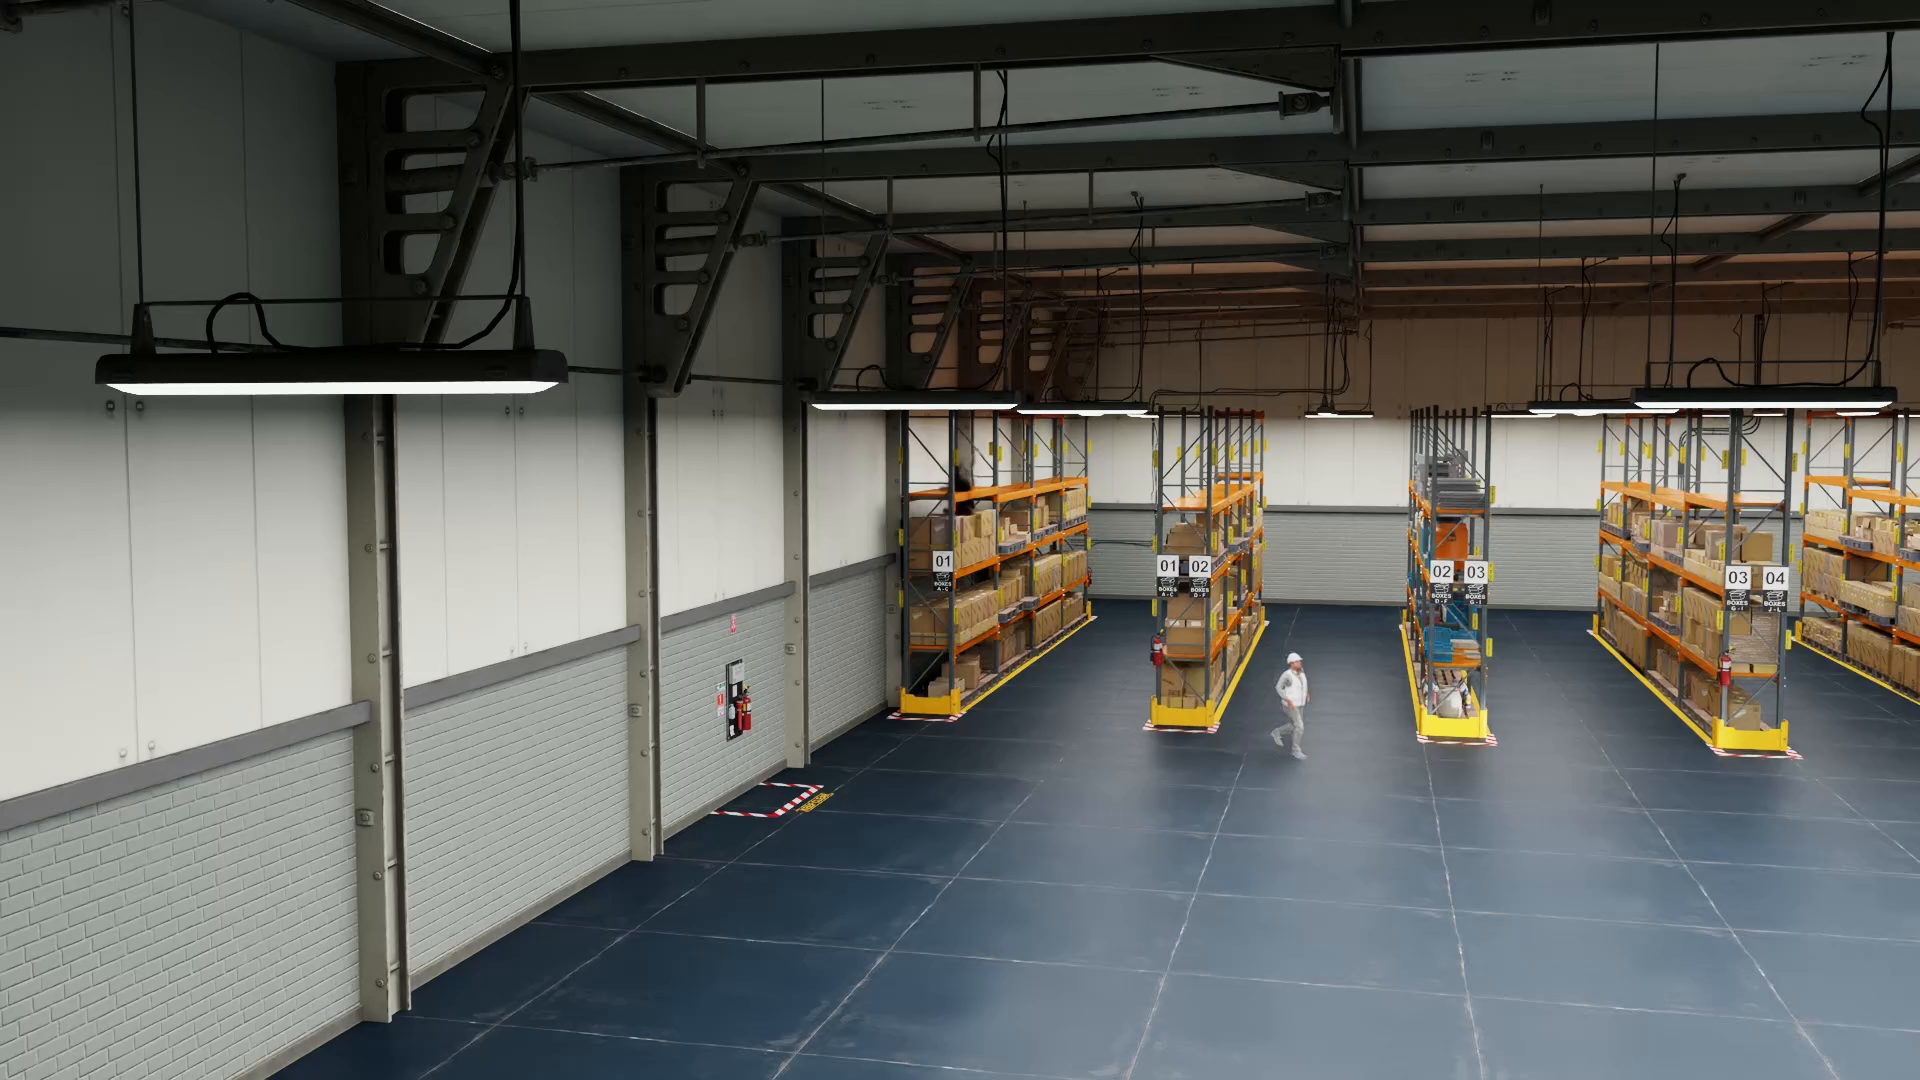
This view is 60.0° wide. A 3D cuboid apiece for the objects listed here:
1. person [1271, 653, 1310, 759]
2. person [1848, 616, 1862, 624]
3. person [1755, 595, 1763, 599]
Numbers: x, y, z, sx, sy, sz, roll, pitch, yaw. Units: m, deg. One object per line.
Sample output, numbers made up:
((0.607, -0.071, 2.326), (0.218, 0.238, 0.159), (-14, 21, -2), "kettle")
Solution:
((5.642, 2.807, 28.442), (0.662, 1.781, 0.783), (-4, 6, -43), "person")
((23.686, 1.708, 44.117), (0.857, 1.670, 0.614), (-4, 6, -42), "person")
((20.432, 1.851, 42.756), (0.609, 1.659, 0.642), (2, 5, 31), "person")
